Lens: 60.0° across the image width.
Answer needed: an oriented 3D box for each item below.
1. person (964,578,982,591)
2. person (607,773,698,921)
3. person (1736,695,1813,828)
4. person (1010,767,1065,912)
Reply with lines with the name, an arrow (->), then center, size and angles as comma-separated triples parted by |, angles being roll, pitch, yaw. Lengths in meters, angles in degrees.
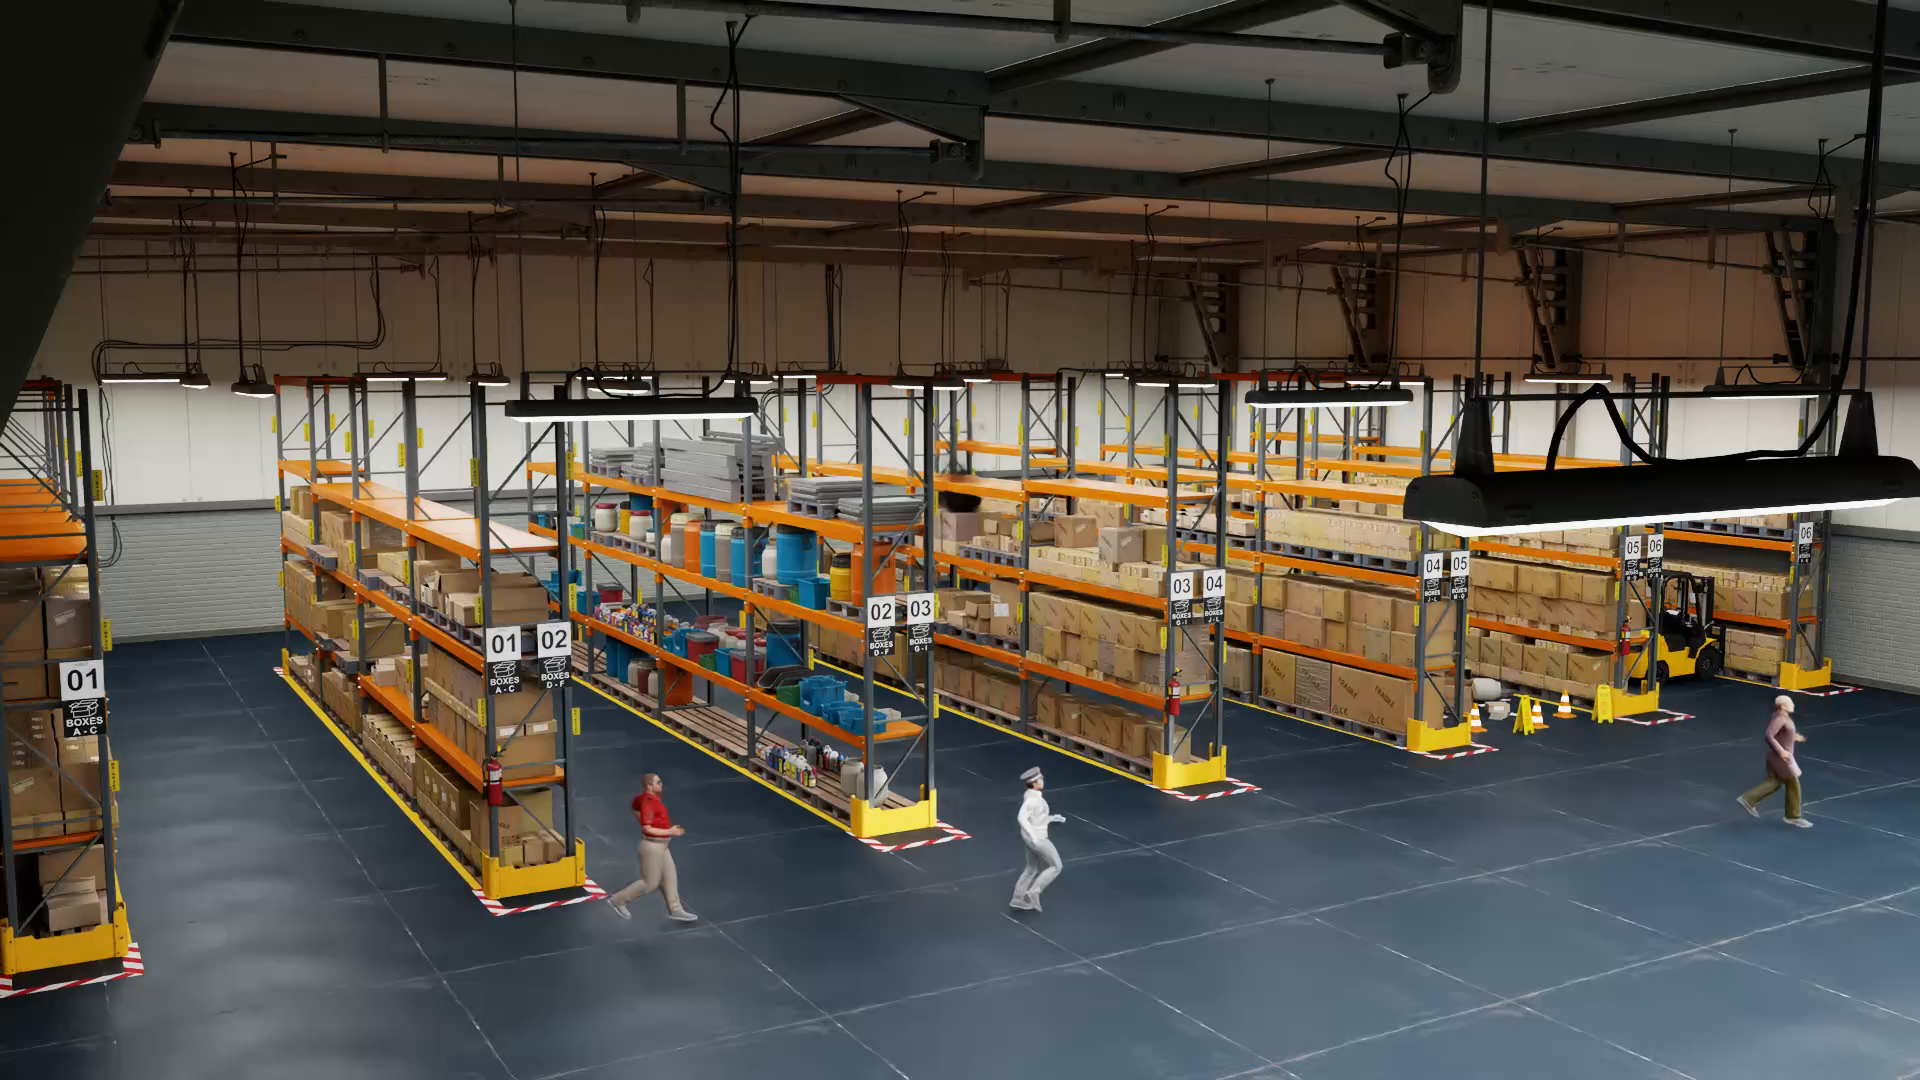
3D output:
person -> 0.353, 0.941, 42.194 | 0.702, 1.572, 0.768 | 2, 6, 14
person -> -3.437, 3.443, 18.539 | 0.983, 1.718, 0.675 | -1, 6, -6
person -> 11.082, 2.983, 22.565 | 0.977, 1.793, 0.693 | 1, 6, 13
person -> 0.894, 3.414, 19.004 | 0.641, 1.660, 0.586 | -1, 6, -9
